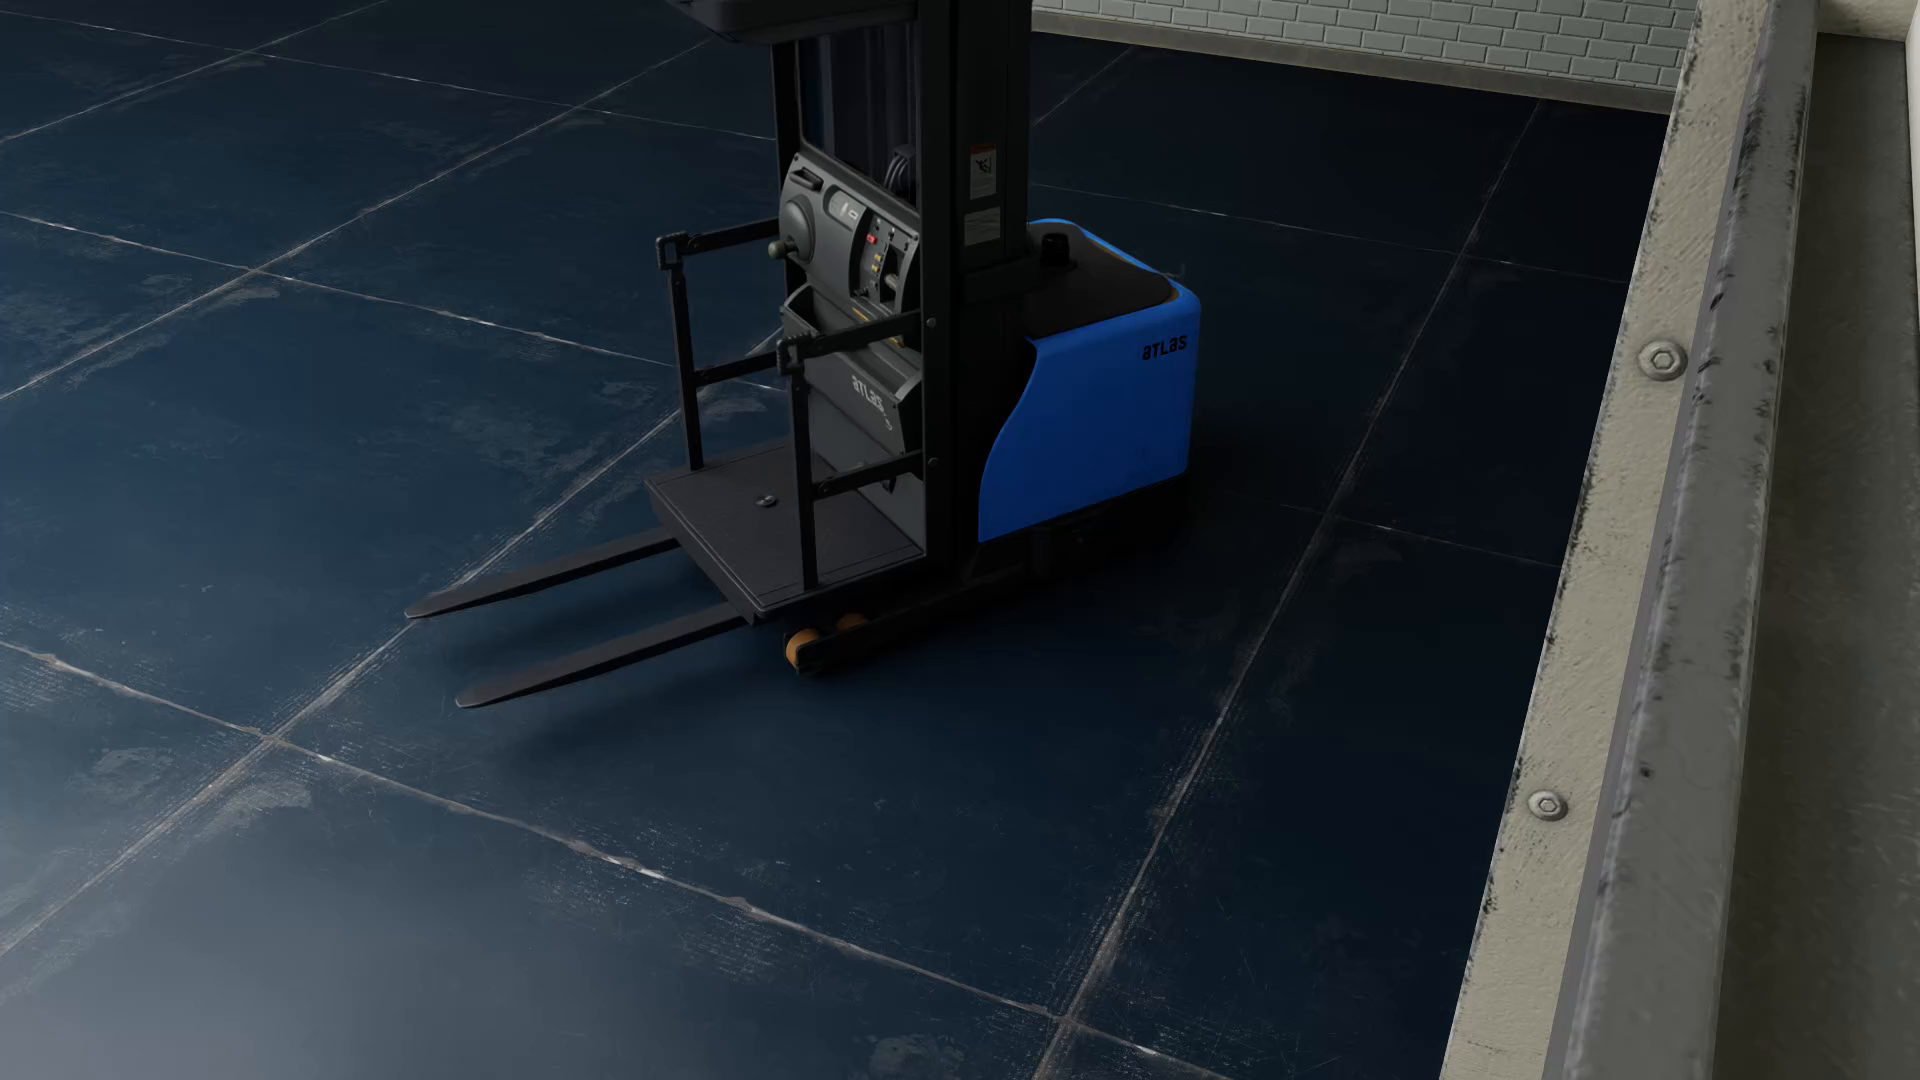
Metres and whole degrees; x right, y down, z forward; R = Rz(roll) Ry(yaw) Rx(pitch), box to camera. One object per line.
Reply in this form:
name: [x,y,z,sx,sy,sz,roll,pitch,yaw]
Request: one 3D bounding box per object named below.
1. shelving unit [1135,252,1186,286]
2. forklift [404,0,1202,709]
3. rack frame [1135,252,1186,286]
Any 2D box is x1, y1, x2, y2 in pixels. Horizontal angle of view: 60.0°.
shelving unit: [0.787,-0.775,7.251,0.258,0.900,0.210,19,35,27]
forklift: [-0.578,-1.061,5.845,3.031,2.935,1.130,-19,38,-26]
rack frame: [0.842,-0.817,7.326,0.240,0.900,0.006,19,35,27]
